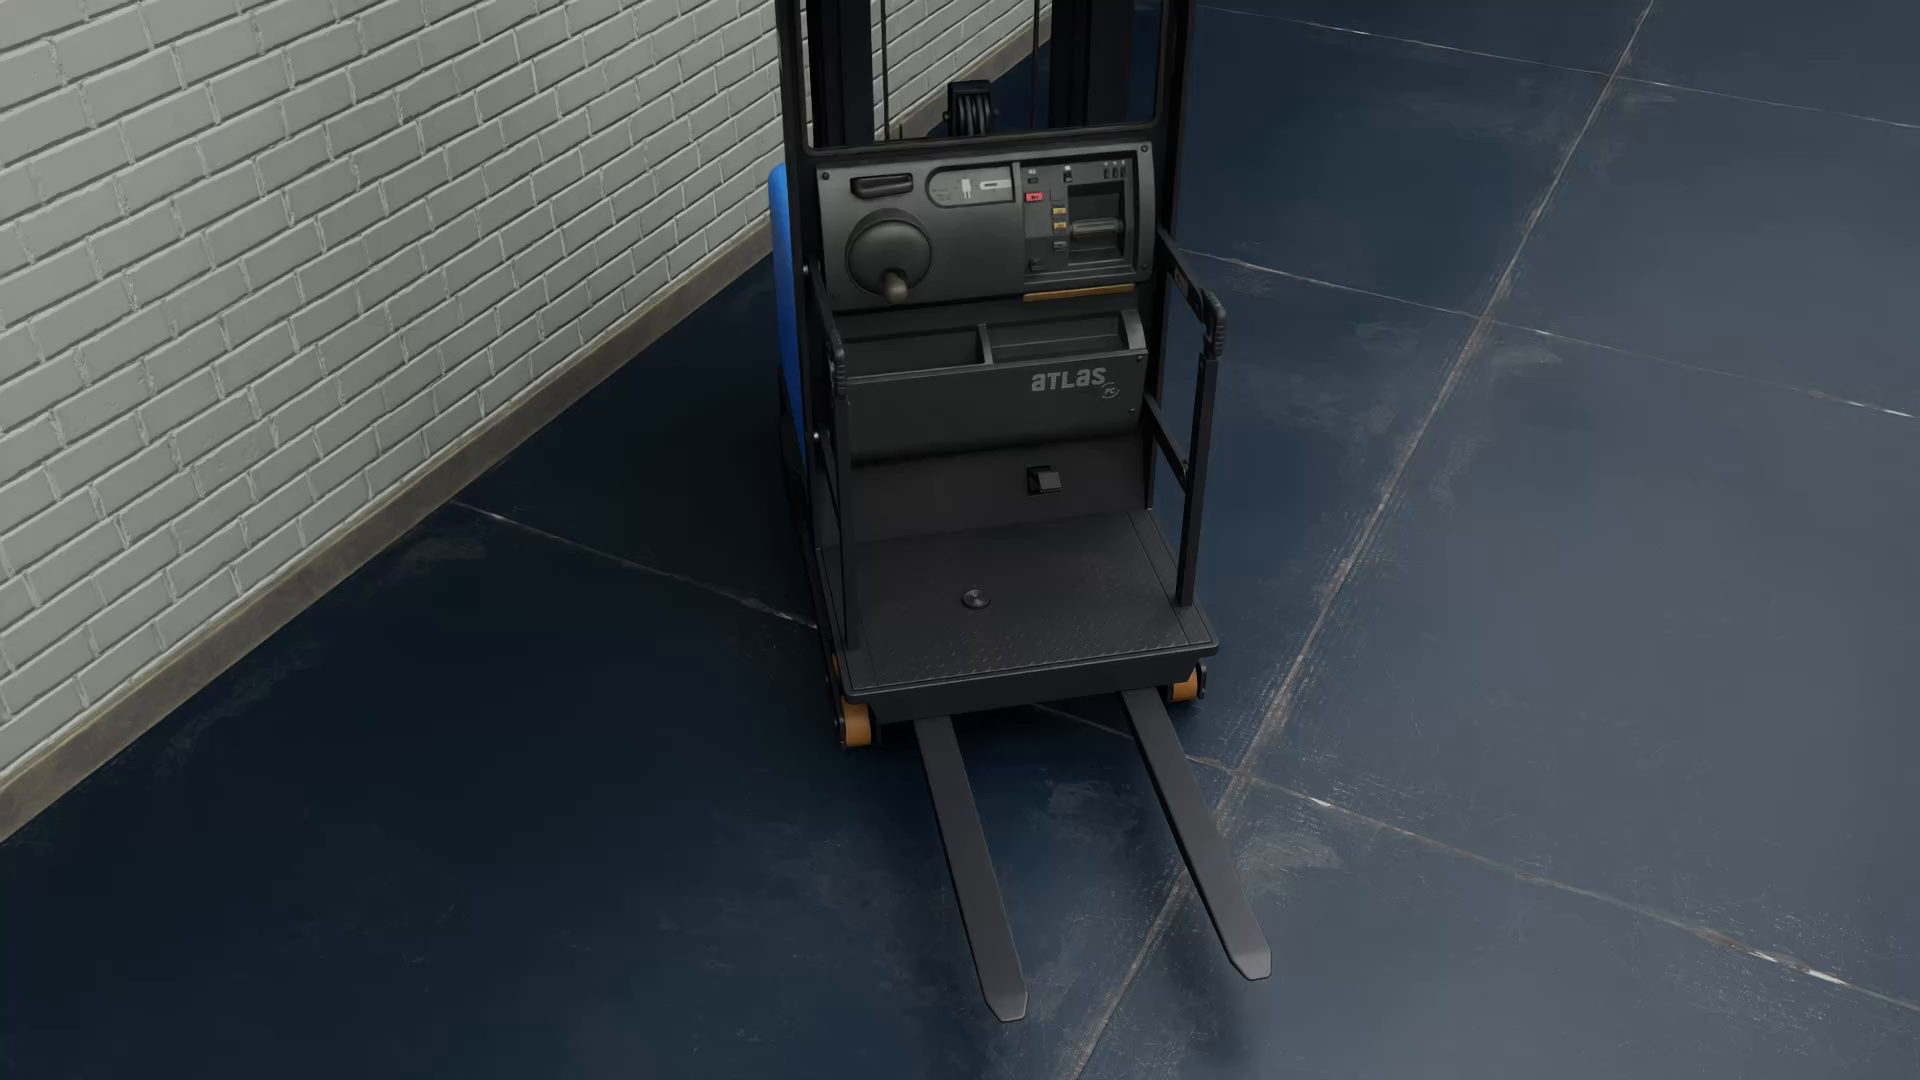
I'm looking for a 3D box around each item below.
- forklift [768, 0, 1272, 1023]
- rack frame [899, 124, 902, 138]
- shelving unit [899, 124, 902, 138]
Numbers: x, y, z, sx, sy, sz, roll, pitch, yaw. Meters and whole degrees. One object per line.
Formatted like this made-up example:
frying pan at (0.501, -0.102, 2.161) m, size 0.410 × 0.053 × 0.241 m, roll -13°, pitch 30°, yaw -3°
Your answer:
forklift at (0.123, -0.798, 4.377) m, size 1.130 × 2.935 × 3.031 m, roll -7°, pitch 38°, yaw -9°
rack frame at (-0.195, -1.022, 6.228) m, size 0.008 × 1.050 × 0.200 m, roll -7°, pitch 38°, yaw -10°
shelving unit at (-0.314, -1.007, 6.208) m, size 0.252 × 1.050 × 0.215 m, roll -7°, pitch 38°, yaw -10°
